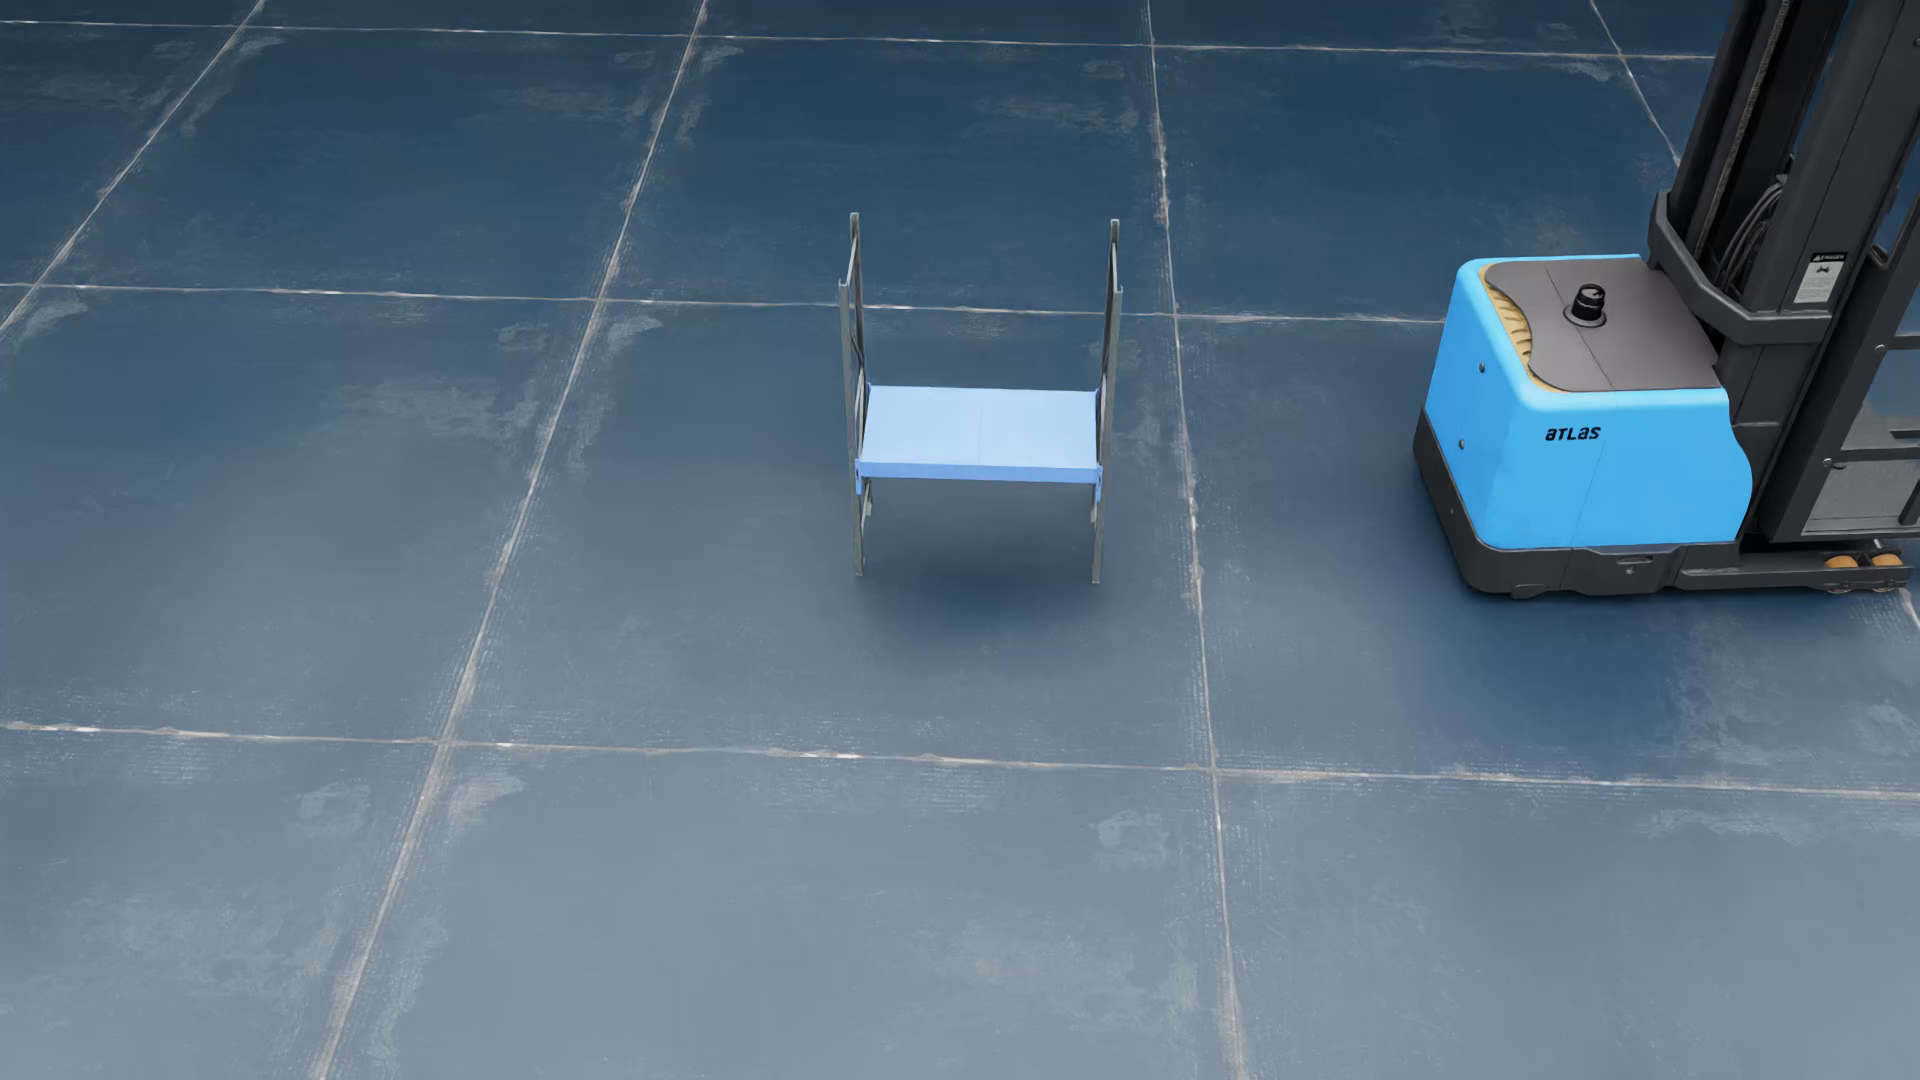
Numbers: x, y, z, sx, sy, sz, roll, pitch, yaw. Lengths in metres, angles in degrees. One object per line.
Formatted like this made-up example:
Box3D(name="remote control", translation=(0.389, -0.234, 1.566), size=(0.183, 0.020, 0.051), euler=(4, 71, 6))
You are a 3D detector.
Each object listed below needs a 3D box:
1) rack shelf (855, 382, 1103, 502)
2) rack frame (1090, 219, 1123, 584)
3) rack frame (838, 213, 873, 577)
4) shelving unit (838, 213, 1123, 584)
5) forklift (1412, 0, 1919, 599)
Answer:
Box3D(name="rack shelf", translation=(0.085, -0.415, 6.944), size=(1.000, 0.185, 0.538), euler=(2, 43, 2))
Box3D(name="rack frame", translation=(0.593, -0.531, 6.805), size=(0.032, 1.500, 0.500), euler=(2, 43, 2))
Box3D(name="rack frame", translation=(-0.423, -0.562, 6.838), size=(0.032, 1.500, 0.500), euler=(2, 43, 2))
Box3D(name="shelving unit", translation=(0.085, -0.546, 6.821), size=(1.048, 1.500, 0.538), euler=(2, 43, 2))
Box3D(name="forklift", translation=(3.625, -1.206, 6.479), size=(3.031, 2.935, 1.130), euler=(-2, 43, -2))
